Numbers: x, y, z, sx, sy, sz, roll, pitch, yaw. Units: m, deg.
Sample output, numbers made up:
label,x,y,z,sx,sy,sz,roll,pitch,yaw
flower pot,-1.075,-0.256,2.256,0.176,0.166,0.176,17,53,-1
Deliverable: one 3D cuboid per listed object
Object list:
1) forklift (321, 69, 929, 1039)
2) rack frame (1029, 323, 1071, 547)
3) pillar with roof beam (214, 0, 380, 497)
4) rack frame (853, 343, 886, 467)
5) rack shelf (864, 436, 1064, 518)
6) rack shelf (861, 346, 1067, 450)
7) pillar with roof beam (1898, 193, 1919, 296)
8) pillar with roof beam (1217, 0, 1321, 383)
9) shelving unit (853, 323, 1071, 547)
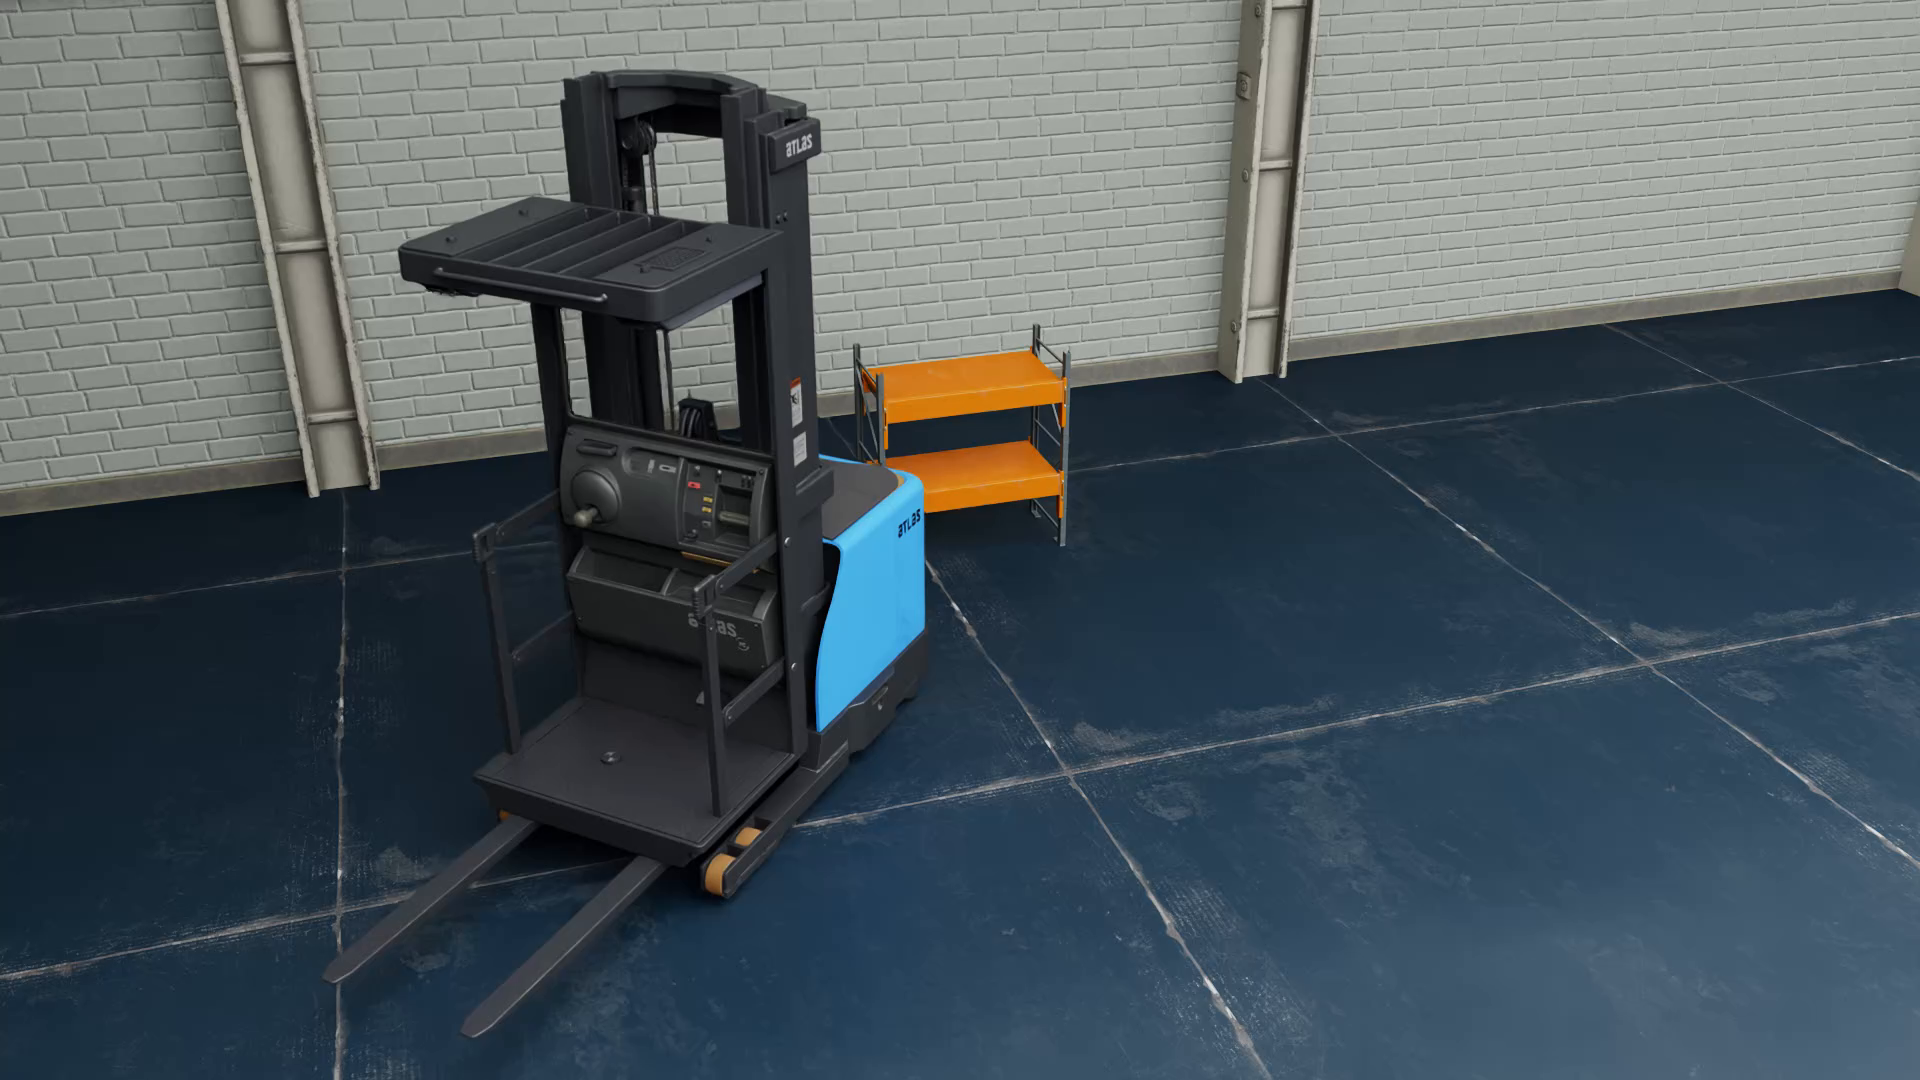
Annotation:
label,x,y,z,sx,sy,sz,roll,pitch,yaw
forklift,-1.241,-0.149,6.253,1.130,2.935,3.031,12,29,23
rack frame,0.490,-0.575,9.143,0.032,1.125,0.500,-8,28,-16
pillar with roof beam,-2.343,-2.552,4.270,0.400,9.000,9.100,-8,28,-16
rack frame,-0.477,-0.435,8.861,0.032,1.125,0.500,-8,28,-16
rack shelf,0.006,-0.286,9.110,1.000,0.278,0.538,-8,28,-16
rack shelf,0.006,-0.767,8.872,1.000,0.278,0.538,-8,28,-16
pillar with roof beam,9.067,-4.204,7.599,0.400,9.000,9.100,-8,28,-16
pillar with roof beam,3.362,-3.378,5.935,0.400,9.000,9.100,-8,28,-16
shelving unit,0.006,-0.505,9.002,1.048,1.125,0.538,-8,28,-16
